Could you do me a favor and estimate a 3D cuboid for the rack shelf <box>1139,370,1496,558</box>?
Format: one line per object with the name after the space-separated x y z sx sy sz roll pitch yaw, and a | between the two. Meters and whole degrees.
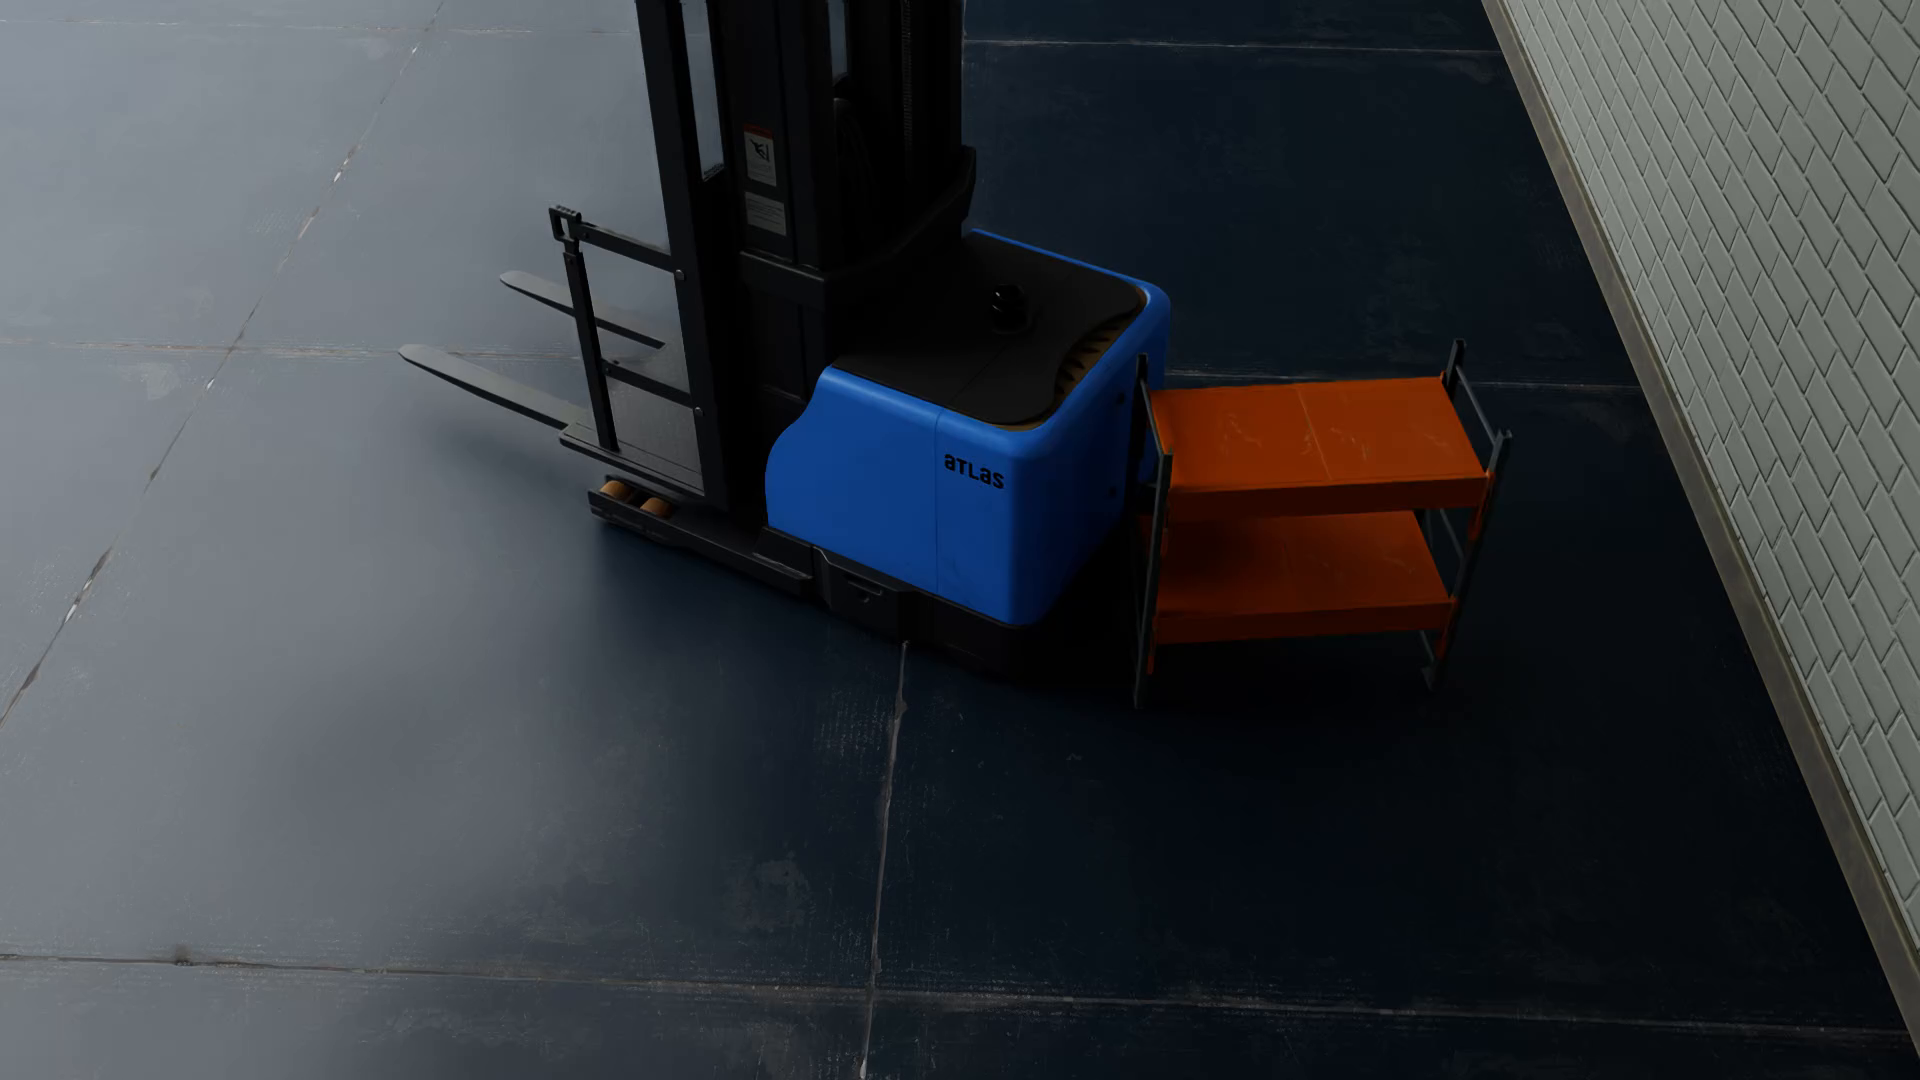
1.098 -0.247 5.261 1.000 0.278 0.538 -3 43 -3 | rack shelf

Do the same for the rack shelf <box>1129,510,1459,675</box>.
1.098 0.146 5.627 1.000 0.278 0.538 -3 43 -3 | rack shelf

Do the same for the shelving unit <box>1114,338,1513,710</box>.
1.098 -0.033 5.460 1.048 1.125 0.538 -3 43 -3 | shelving unit

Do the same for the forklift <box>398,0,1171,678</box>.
-0.808 -1.353 5.552 3.031 2.935 1.130 22 47 22 | forklift

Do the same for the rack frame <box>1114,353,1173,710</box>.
0.591 -0.006 5.432 0.032 1.125 0.500 -3 43 -3 | rack frame

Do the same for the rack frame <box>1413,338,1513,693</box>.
1.605 -0.060 5.489 0.032 1.125 0.500 -3 43 -3 | rack frame
